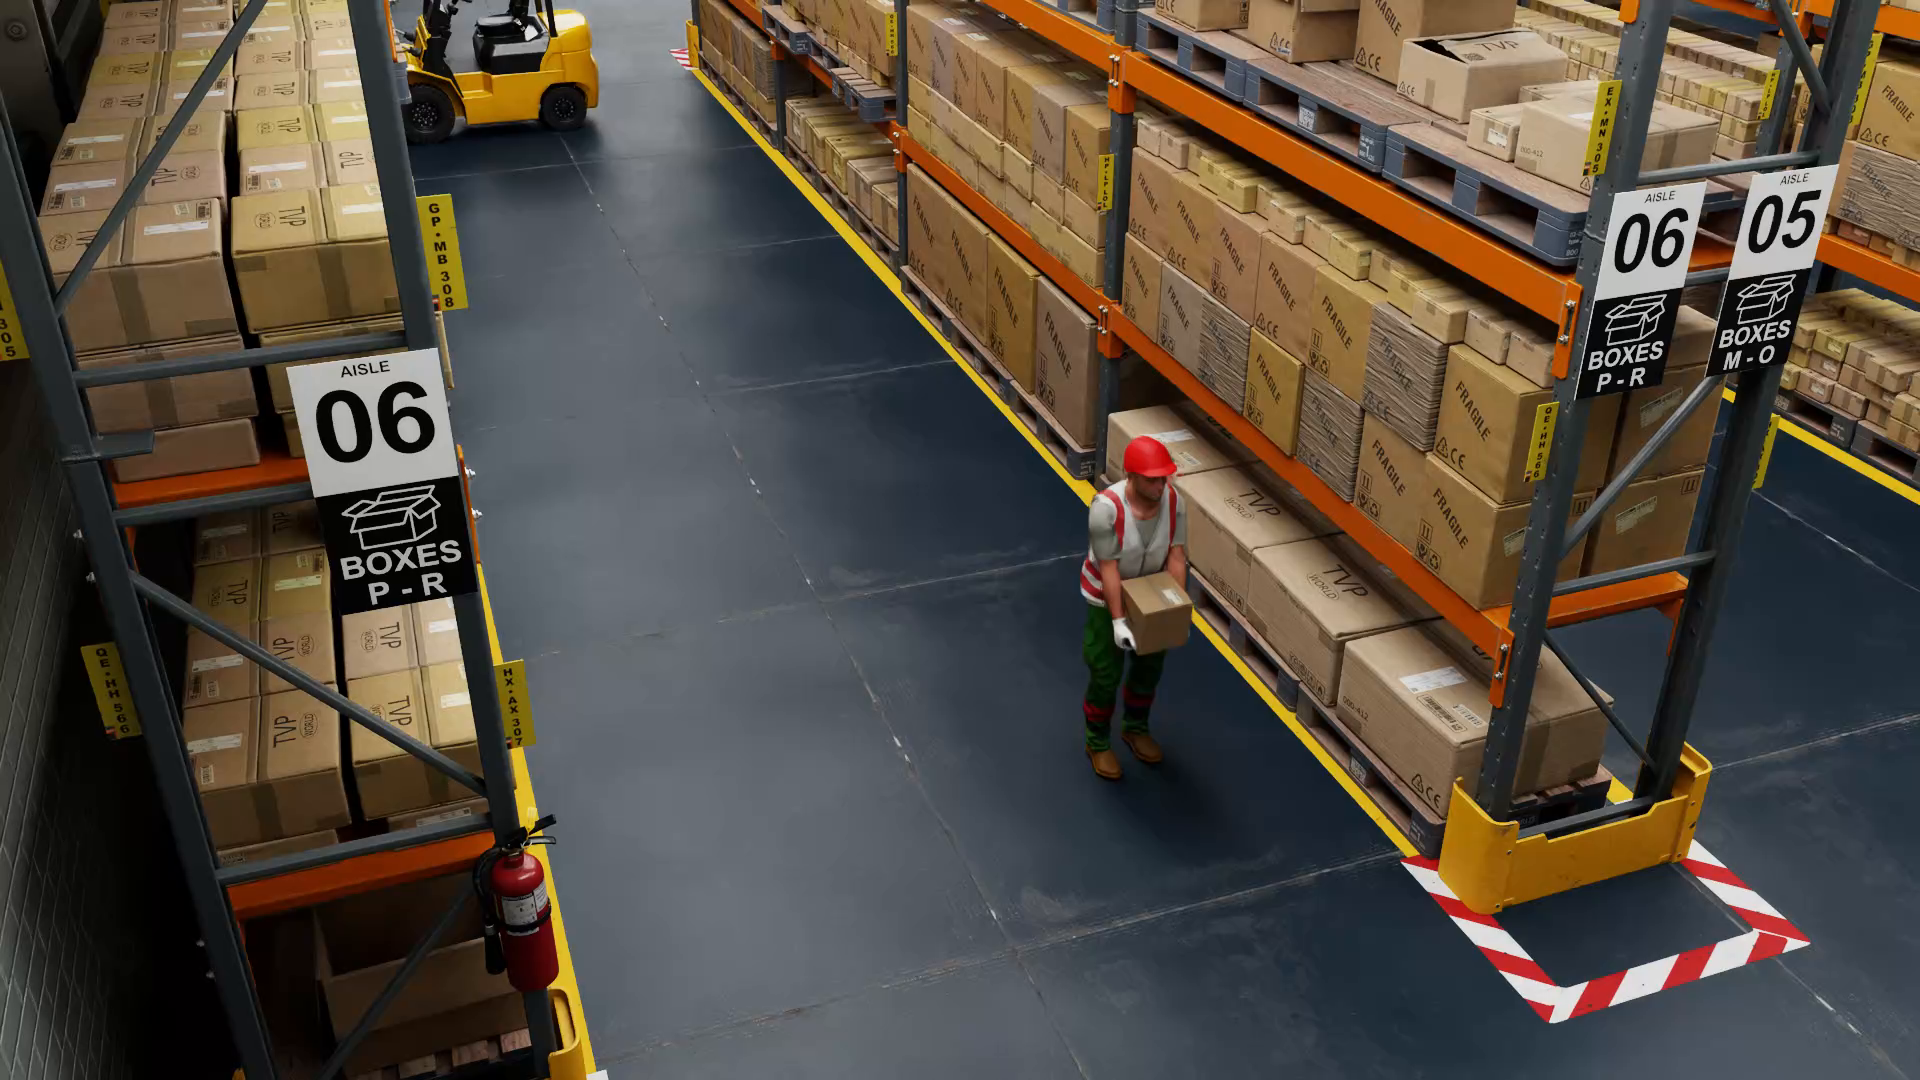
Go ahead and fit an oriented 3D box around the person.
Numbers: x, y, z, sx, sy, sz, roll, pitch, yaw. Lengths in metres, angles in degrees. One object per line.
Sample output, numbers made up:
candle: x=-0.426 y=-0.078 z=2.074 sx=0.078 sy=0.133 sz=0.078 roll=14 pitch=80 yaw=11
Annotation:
person: x=0.827 y=0.319 z=7.777 sx=0.493 sy=1.770 sz=0.576 roll=-11 pitch=31 yaw=-19
